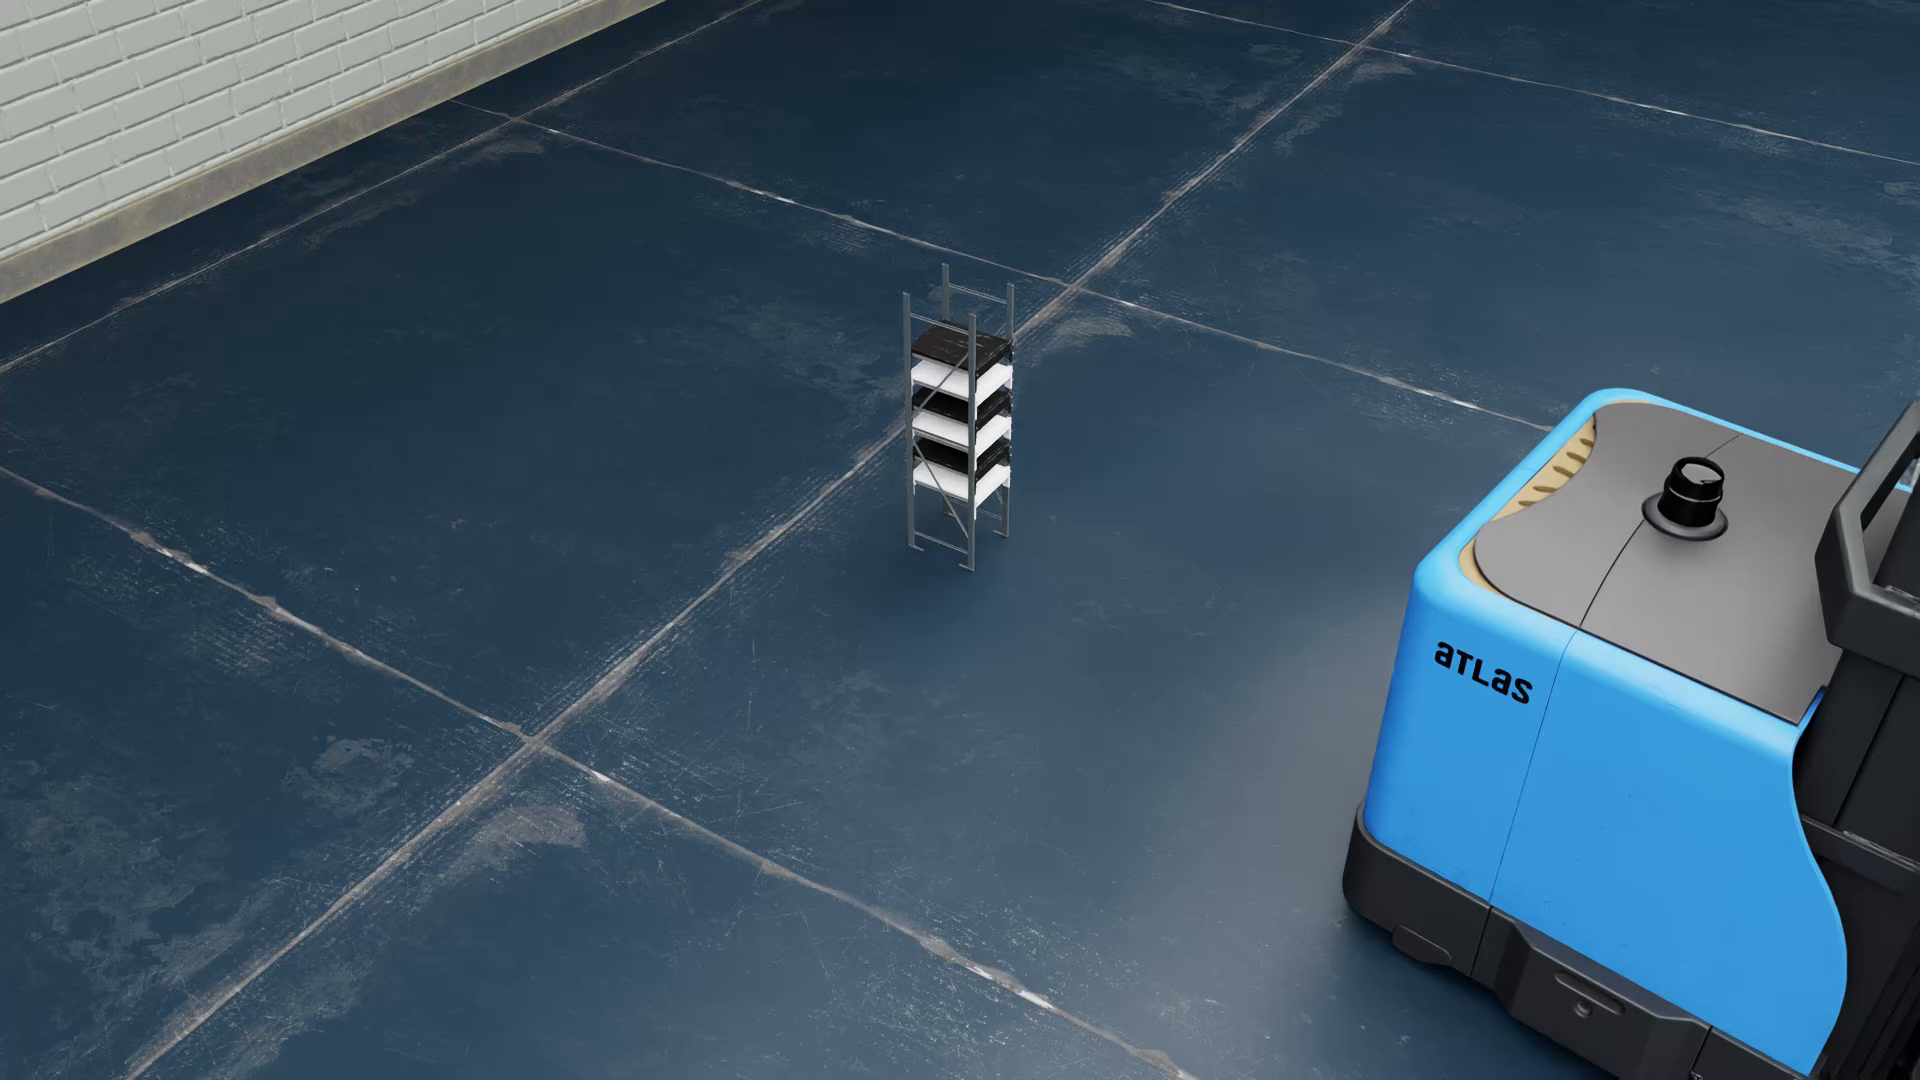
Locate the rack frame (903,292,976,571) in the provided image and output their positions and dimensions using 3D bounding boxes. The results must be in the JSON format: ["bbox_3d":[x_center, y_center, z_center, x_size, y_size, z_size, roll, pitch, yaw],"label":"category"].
[{"bbox_3d":[-0.059,-0.300,4.902,0.240,0.900,0.006,21,42,25],"label":"rack frame"}]

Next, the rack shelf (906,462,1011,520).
[{"bbox_3d":[-0.004,-0.183,5.100,0.258,0.077,0.200,21,42,25],"label":"rack shelf"}]

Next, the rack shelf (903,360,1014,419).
[{"bbox_3d":[-0.004,-0.468,4.880,0.258,0.077,0.200,21,42,25],"label":"rack shelf"}]

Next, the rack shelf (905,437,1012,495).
[{"bbox_3d":[-0.004,-0.255,5.045,0.258,0.077,0.200,21,42,25],"label":"rack shelf"}]

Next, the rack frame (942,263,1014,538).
[{"bbox_3d":[0.050,-0.405,5.038,0.240,0.900,0.006,21,42,25],"label":"rack frame"}]

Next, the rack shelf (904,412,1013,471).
[{"bbox_3d":[-0.004,-0.326,4.990,0.258,0.077,0.200,21,42,25],"label":"rack shelf"}]

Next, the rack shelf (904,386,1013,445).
[{"bbox_3d":[-0.004,-0.397,4.935,0.258,0.077,0.200,21,42,25],"label":"rack shelf"}]

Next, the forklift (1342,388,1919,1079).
[{"bbox_3d":[2.379,0.105,2.713,3.031,2.935,1.130,27,45,31],"label":"forklift"}]

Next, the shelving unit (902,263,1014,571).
[{"bbox_3d":[-0.004,-0.352,4.970,0.258,0.900,0.210,21,42,25],"label":"shelving unit"}]

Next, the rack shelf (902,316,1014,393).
[{"bbox_3d":[-0.004,-0.540,4.825,0.258,0.077,0.200,21,42,25],"label":"rack shelf"}]
